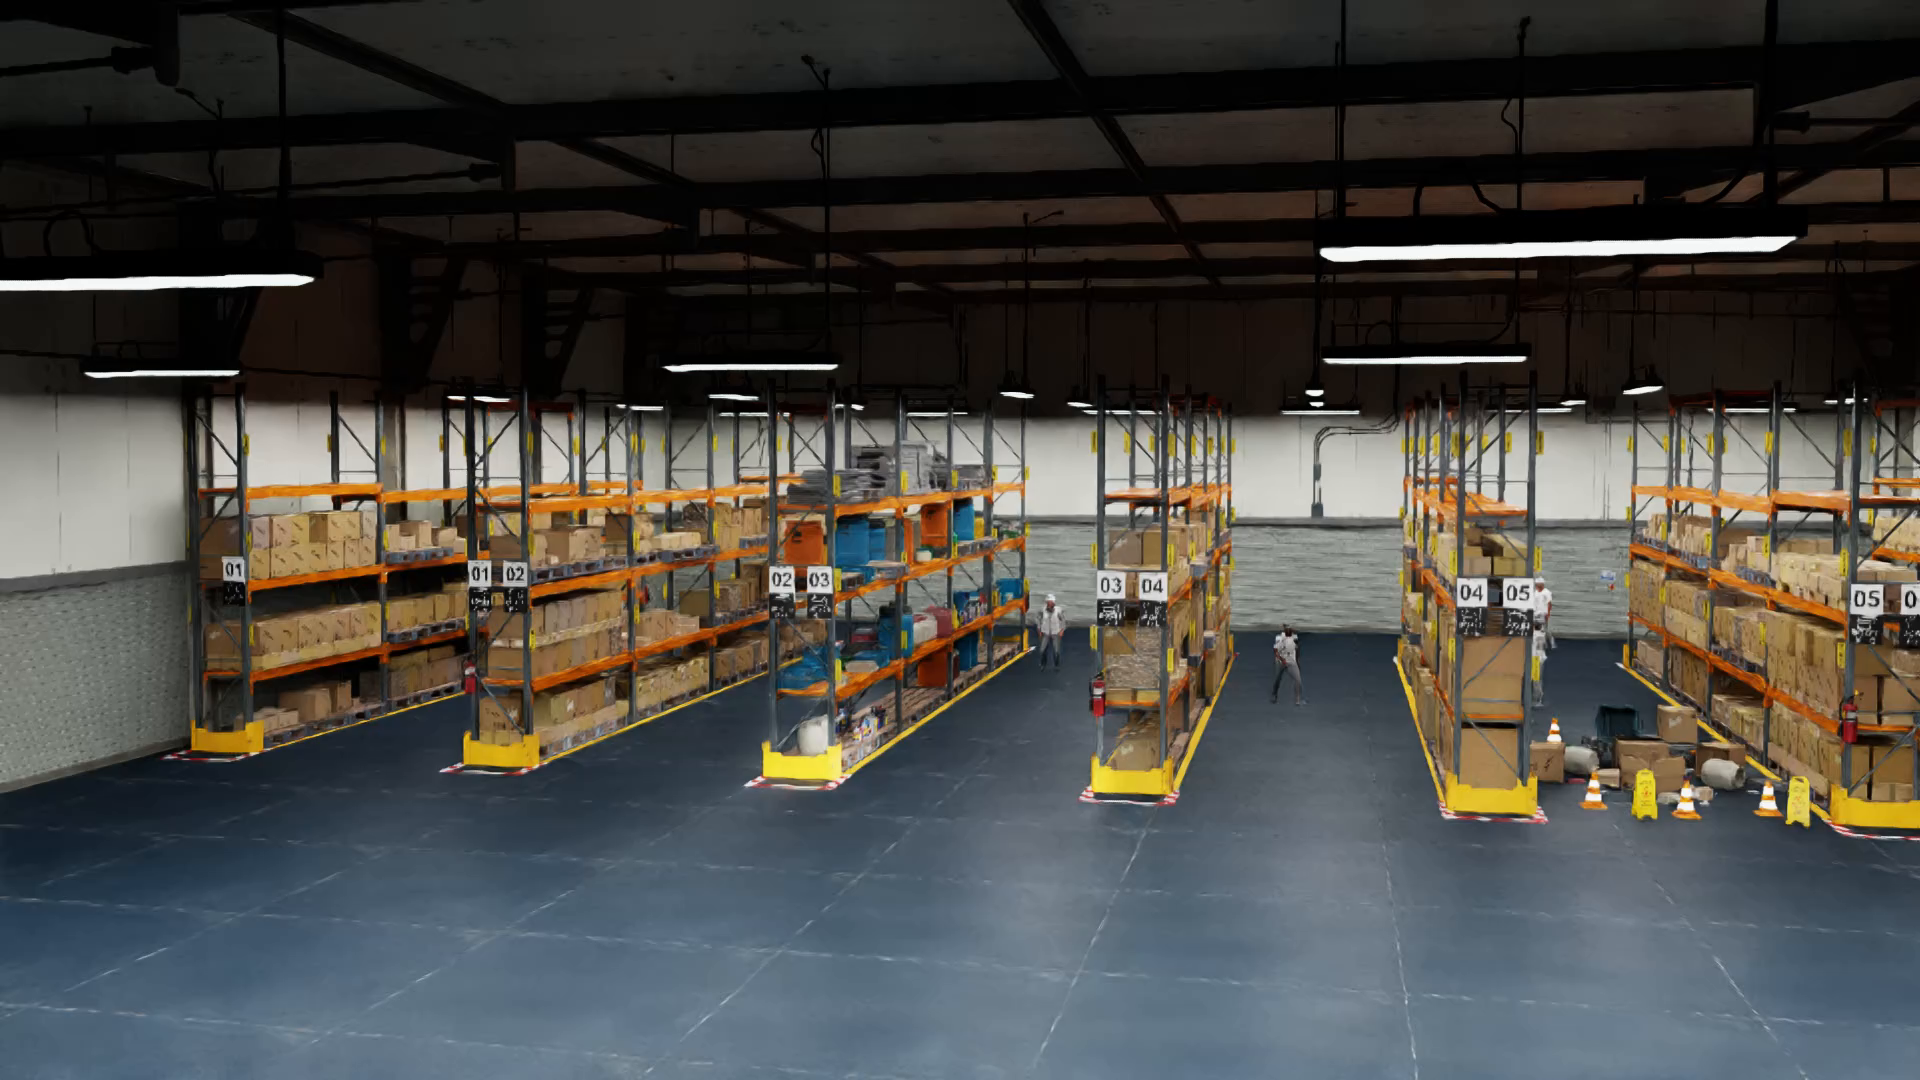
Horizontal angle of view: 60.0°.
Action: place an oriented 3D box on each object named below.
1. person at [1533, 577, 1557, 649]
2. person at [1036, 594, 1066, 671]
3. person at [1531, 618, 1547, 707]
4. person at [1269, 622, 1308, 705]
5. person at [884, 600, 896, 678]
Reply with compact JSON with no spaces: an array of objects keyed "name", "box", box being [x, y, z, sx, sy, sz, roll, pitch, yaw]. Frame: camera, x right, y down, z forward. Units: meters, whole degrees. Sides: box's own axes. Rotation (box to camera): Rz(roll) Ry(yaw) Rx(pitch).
[{"name":"person","box":[14.252,1.790,40.609,0.425,1.760,0.703,-1,3,-20]},{"name":"person","box":[2.009,2.042,36.828,0.677,1.725,0.574,1,3,11]},{"name":"person","box":[10.987,2.334,31.834,0.463,1.677,0.524,3,4,43]},{"name":"person","box":[6.326,2.354,32.121,0.622,1.608,0.822,0,3,-4]},{"name":"person","box":[-1.469,2.130,35.734,0.545,1.632,0.574,3,4,41]}]
